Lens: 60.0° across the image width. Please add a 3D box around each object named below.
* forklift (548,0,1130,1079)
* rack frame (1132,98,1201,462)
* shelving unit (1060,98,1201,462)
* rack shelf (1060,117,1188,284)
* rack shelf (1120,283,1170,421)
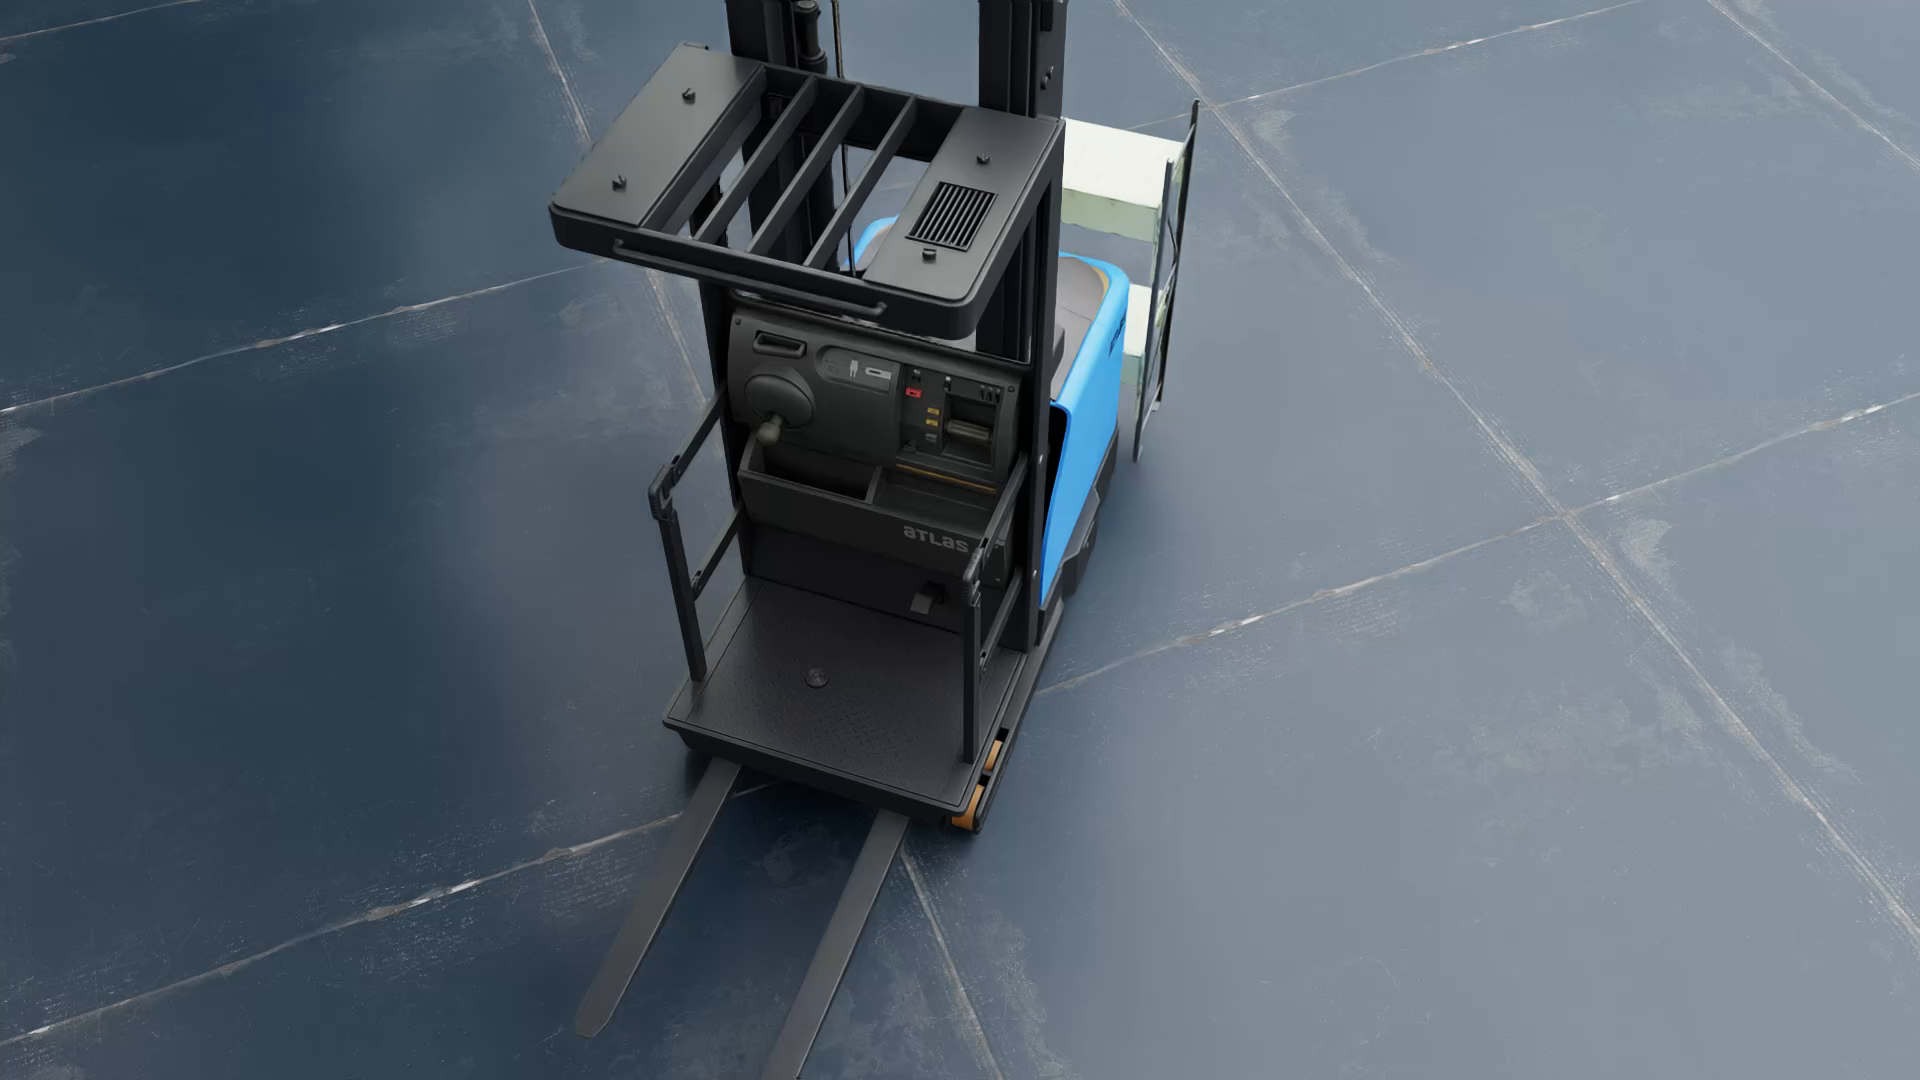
[{"bbox_3d":[-0.342,-0.318,4.932,1.130,2.935,3.031,15,51,13],"label":"forklift"},{"bbox_3d":[0.788,-0.955,6.422,0.023,1.500,0.400,15,51,13],"label":"rack frame"},{"bbox_3d":[0.444,-1.049,6.503,0.755,1.500,0.431,15,51,13],"label":"shelving unit"},{"bbox_3d":[0.444,-1.303,6.207,0.720,0.370,0.431,15,51,13],"label":"rack shelf"},{"bbox_3d":[0.444,-0.836,6.750,0.720,0.370,0.431,15,51,13],"label":"rack shelf"}]
